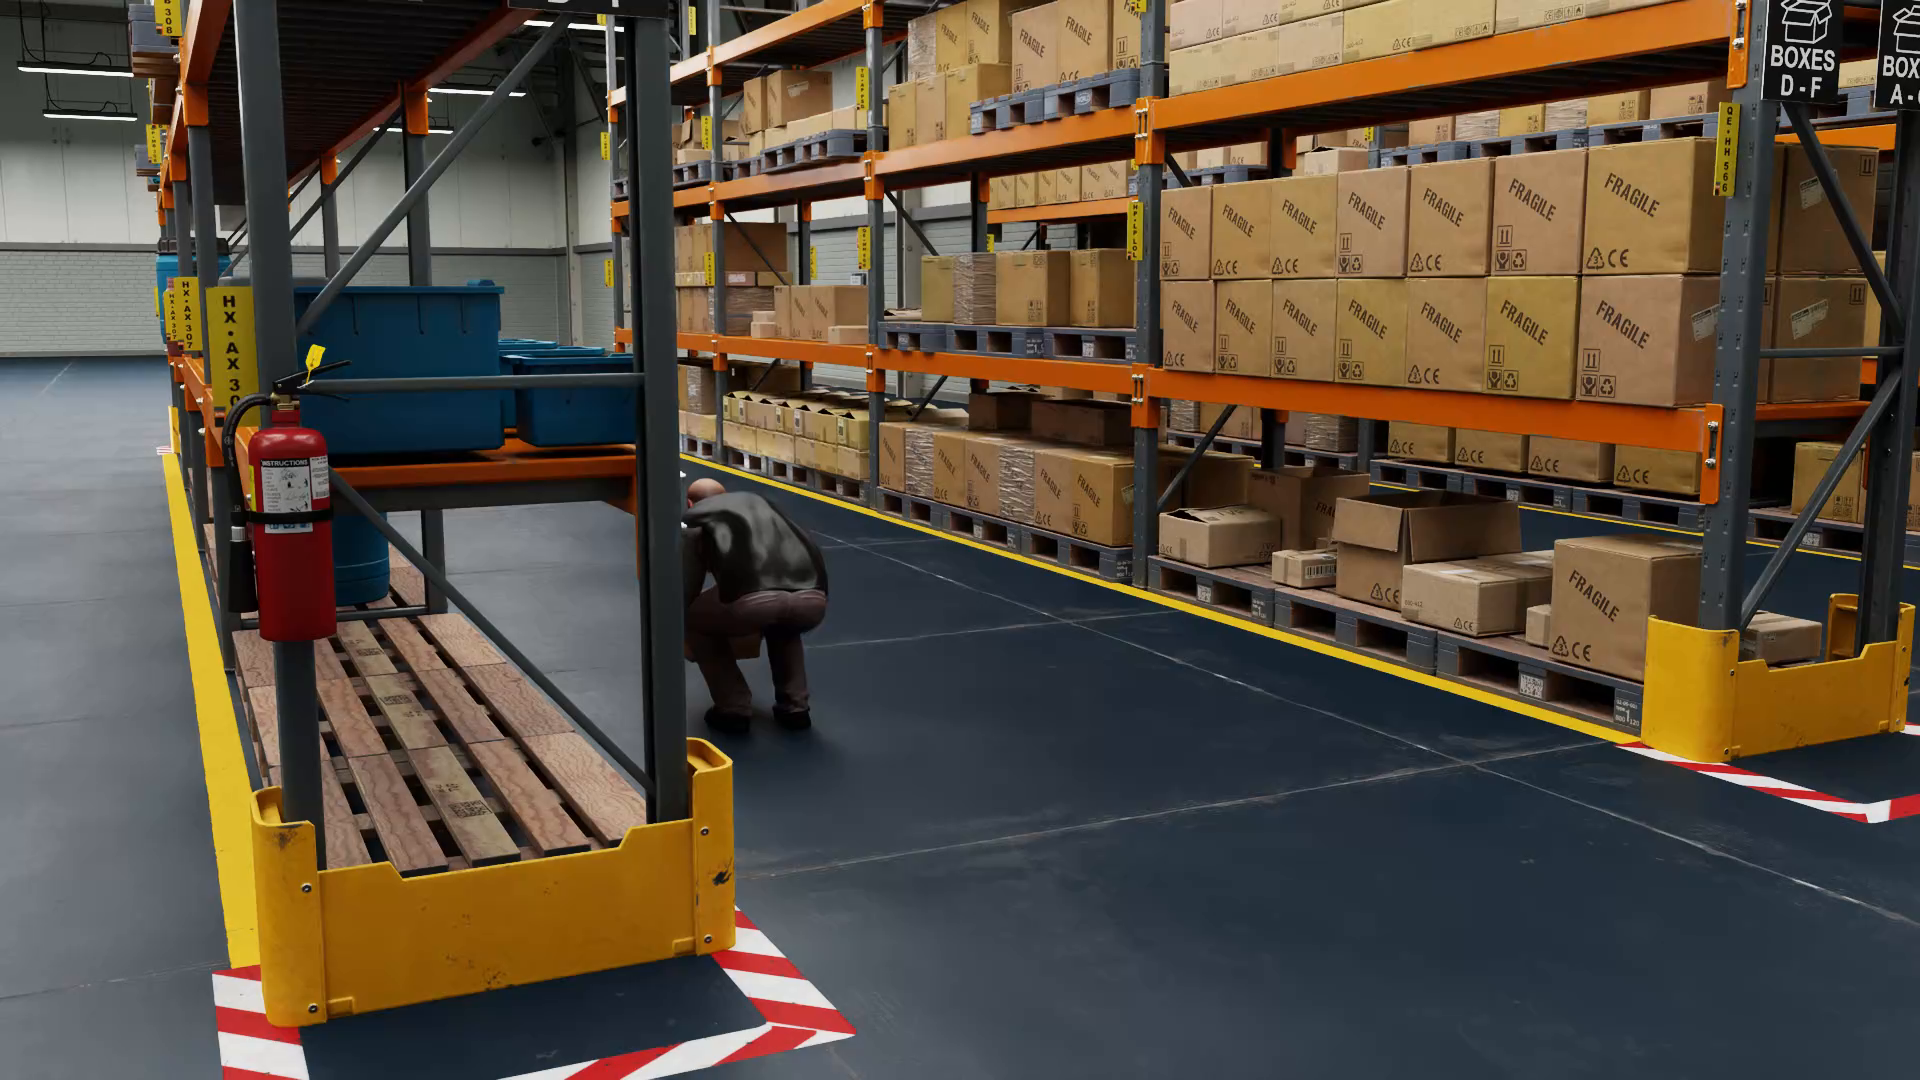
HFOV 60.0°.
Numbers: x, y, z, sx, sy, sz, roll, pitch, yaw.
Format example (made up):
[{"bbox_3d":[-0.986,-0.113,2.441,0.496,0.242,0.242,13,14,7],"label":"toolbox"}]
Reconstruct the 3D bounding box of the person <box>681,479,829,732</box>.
[{"bbox_3d":[-0.875,0.262,6.778,0.506,0.961,0.897,-4,10,-28],"label":"person"}]
